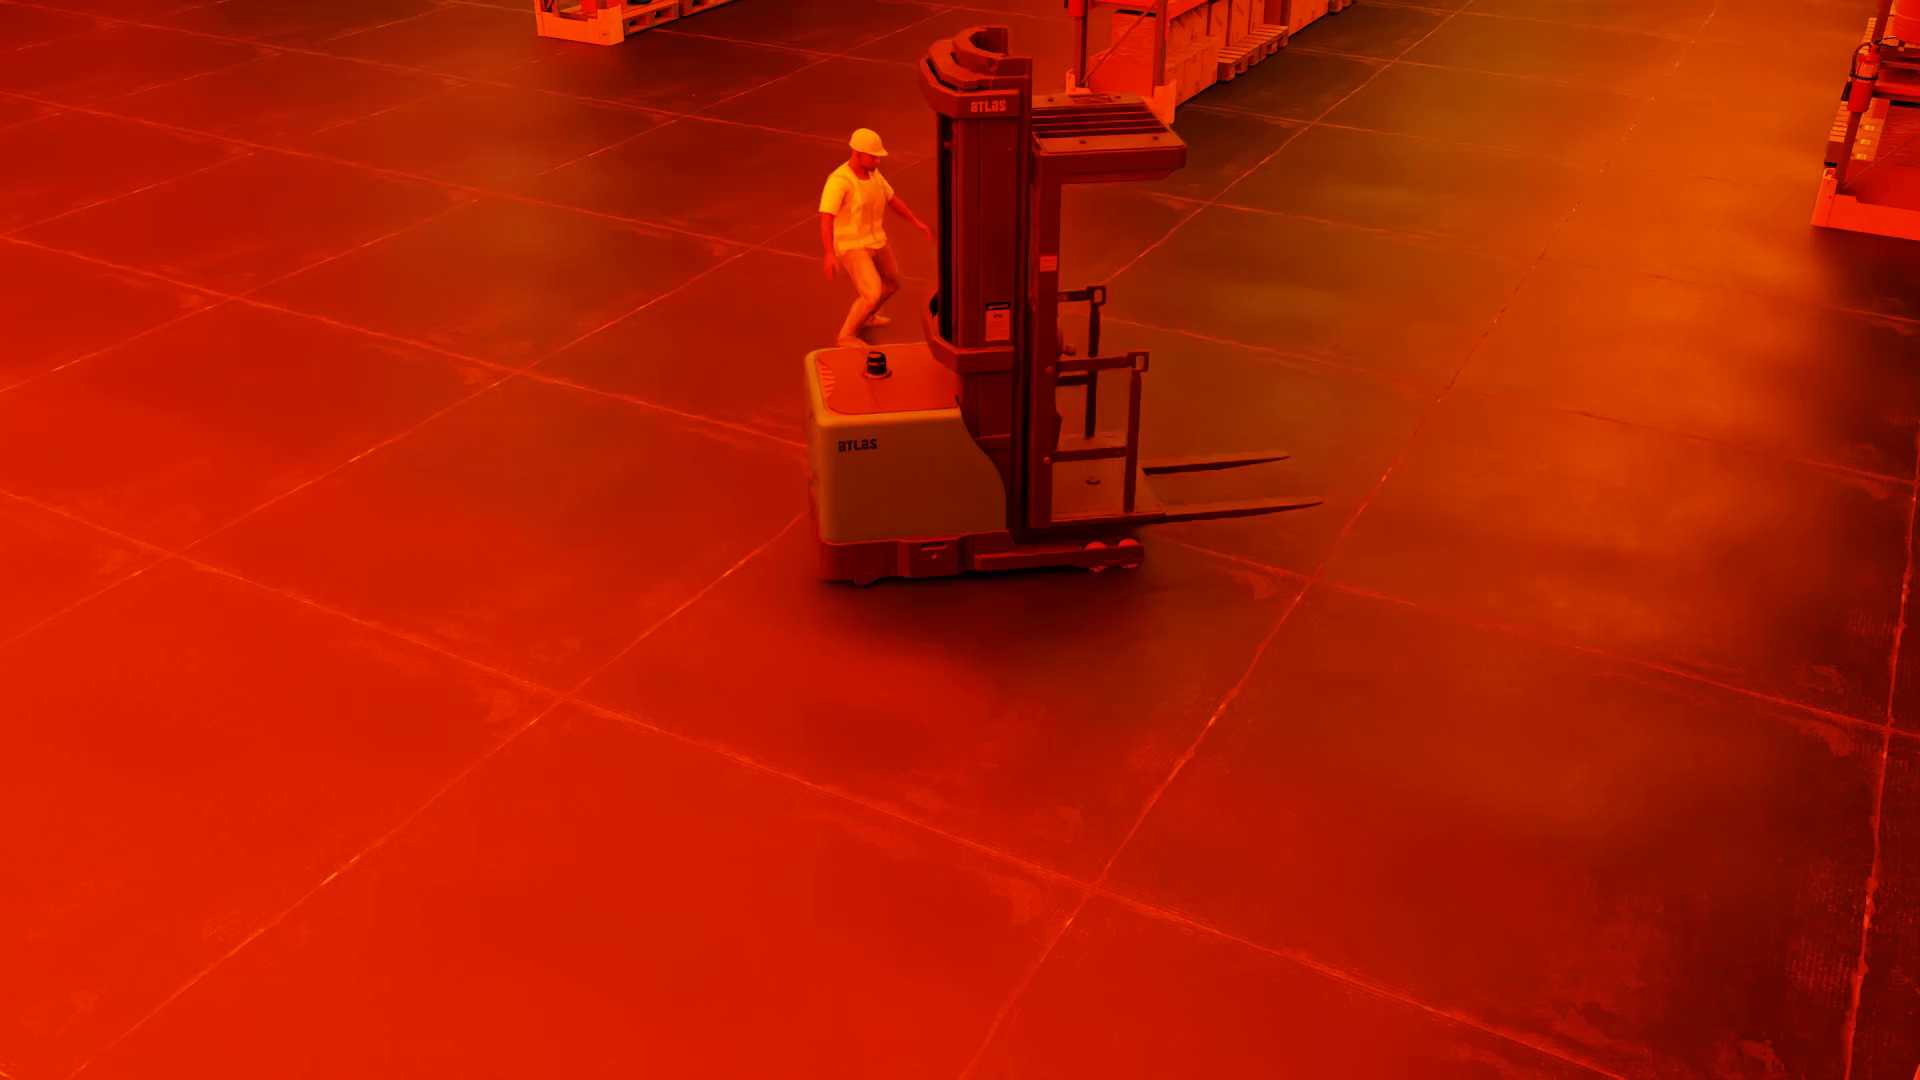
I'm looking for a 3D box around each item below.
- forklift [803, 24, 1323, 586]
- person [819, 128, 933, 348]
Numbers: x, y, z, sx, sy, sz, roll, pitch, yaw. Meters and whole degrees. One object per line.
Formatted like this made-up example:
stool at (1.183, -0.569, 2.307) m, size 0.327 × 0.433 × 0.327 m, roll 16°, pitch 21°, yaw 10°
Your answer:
forklift at (0.629, -1.346, 9.403) m, size 3.031 × 2.935 × 1.130 m, roll -5°, pitch 30°, yaw -8°
person at (-0.672, -2.197, 12.201) m, size 0.668 × 1.638 × 1.016 m, roll 20°, pitch 35°, yaw 30°
